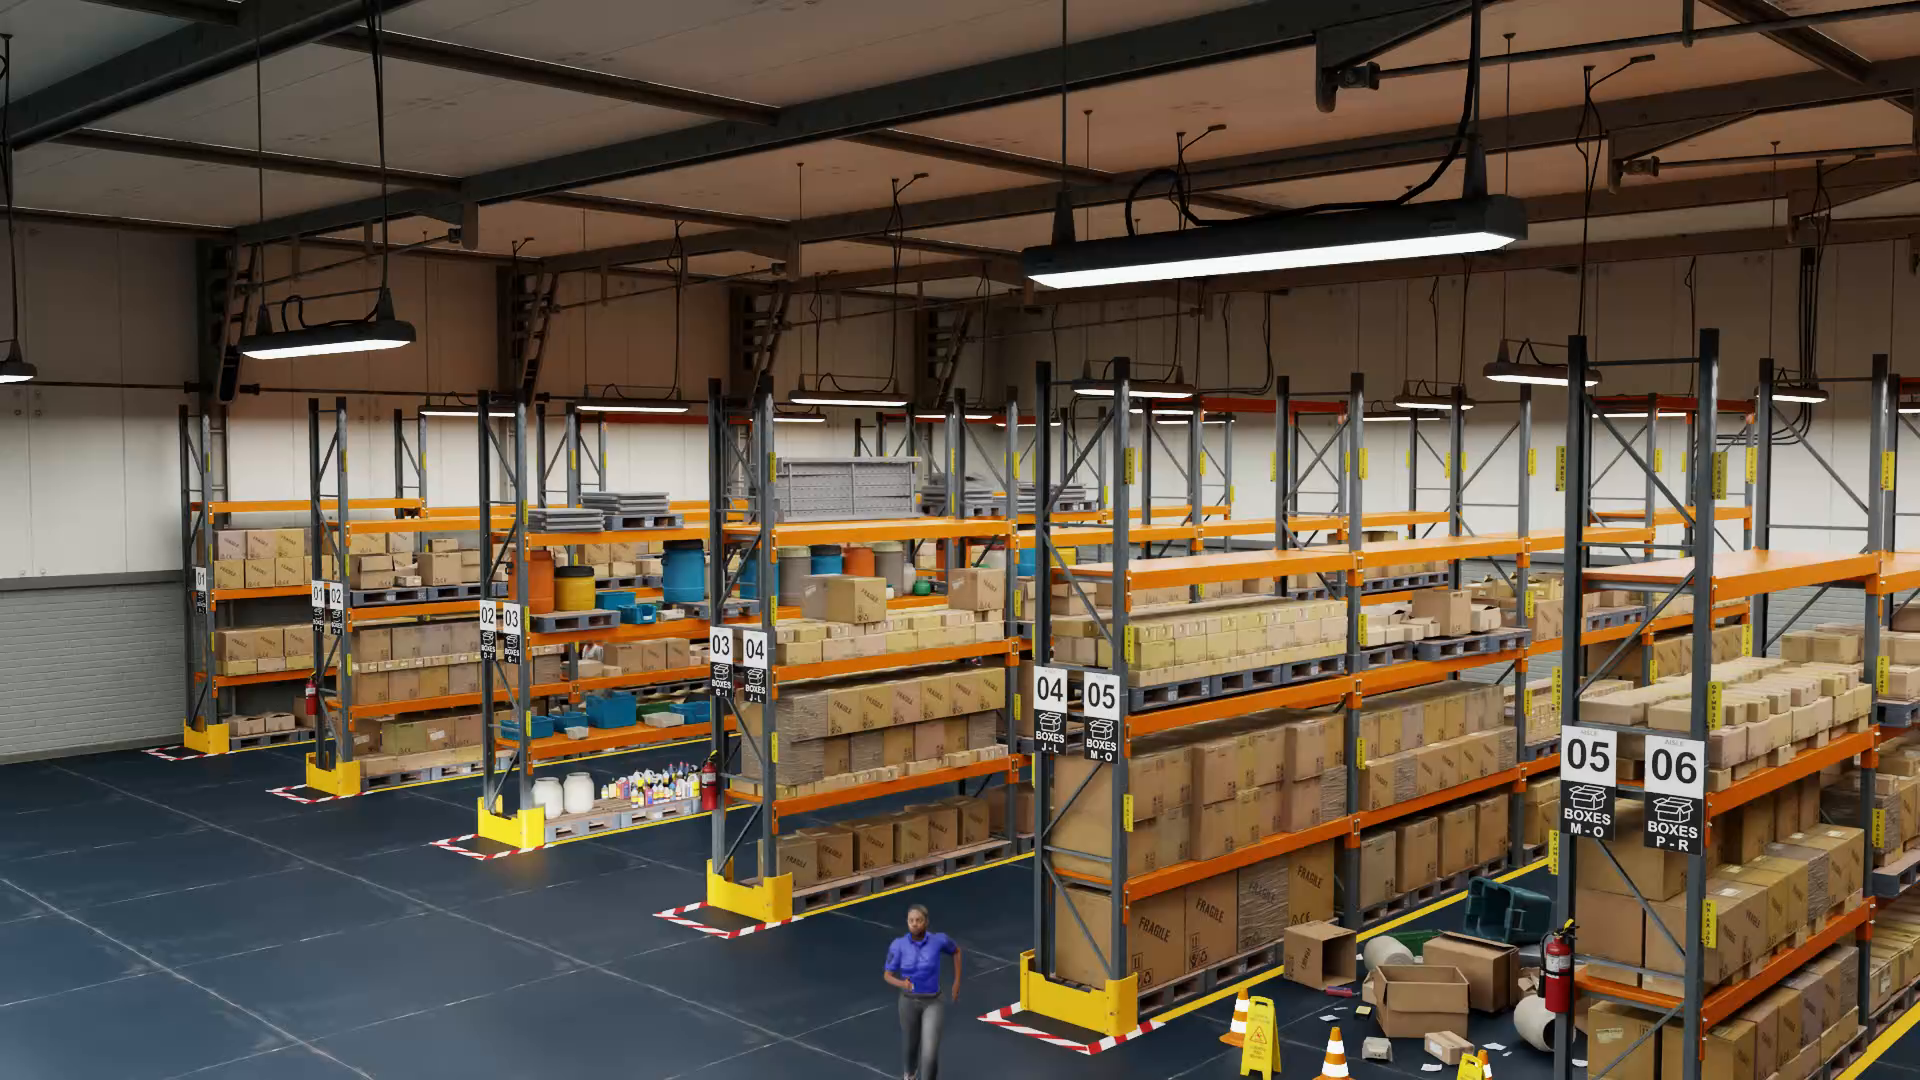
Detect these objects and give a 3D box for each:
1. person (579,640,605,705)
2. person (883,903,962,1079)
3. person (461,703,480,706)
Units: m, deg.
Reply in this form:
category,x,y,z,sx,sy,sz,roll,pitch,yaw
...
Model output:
category,x,y,z,sx,sy,sz,roll,pitch,yaw
person,-6.989,2.617,31.468,0.644,1.812,0.822,2,3,31
person,-0.291,3.660,12.953,0.584,1.703,0.856,0,3,5
person,-8.519,2.805,28.924,0.588,1.666,0.786,3,4,41
